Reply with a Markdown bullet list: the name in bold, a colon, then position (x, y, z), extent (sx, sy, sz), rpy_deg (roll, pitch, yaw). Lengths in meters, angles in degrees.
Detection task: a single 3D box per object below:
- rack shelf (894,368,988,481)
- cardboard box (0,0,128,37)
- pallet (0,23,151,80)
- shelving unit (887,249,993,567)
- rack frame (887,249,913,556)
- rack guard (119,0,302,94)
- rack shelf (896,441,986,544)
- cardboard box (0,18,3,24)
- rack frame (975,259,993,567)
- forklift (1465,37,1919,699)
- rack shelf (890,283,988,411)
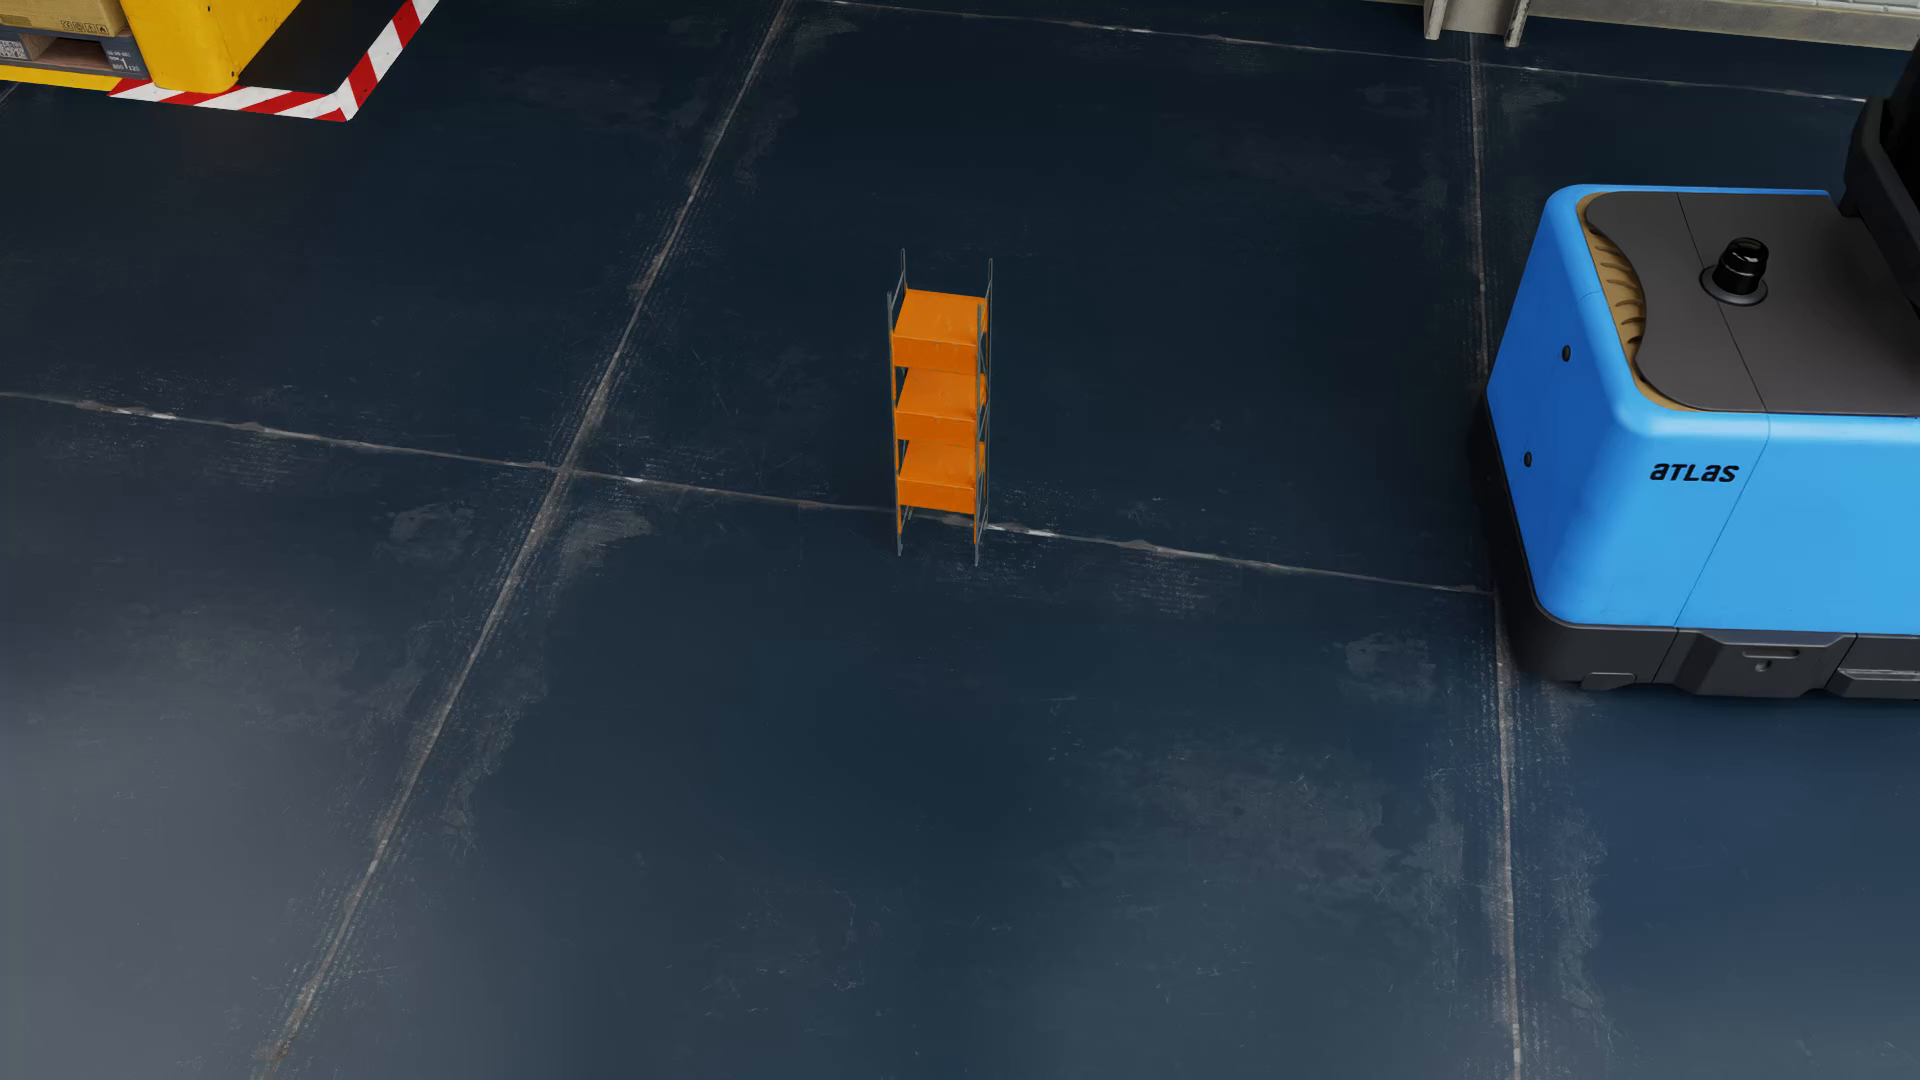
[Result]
- **rack shelf**: position (-0.053, -0.351, 4.874), extent (0.240, 0.259, 0.215), rpy_deg (8, 49, 7)
- **cardboard box**: position (-3.664, -2.356, 6.916), extent (0.500, 0.250, 0.500), rpy_deg (8, 49, 7)
- **pallet**: position (-3.905, -2.442, 7.302), extent (1.213, 0.211, 1.003), rpy_deg (8, 49, 7)
- **shelving unit**: position (-0.053, -0.358, 4.866), extent (0.252, 1.050, 0.215), rpy_deg (8, 49, 7)
- **rack frame**: position (-0.173, -0.374, 4.880), extent (0.008, 1.050, 0.200), rpy_deg (8, 49, 7)
- **rack guard**: position (-3.122, -2.465, 7.129), extent (0.348, 0.500, 1.175), rpy_deg (8, 49, 7)
- **rack shelf**: position (-0.053, -0.165, 5.080), extent (0.240, 0.259, 0.215), rpy_deg (8, 49, 7)
- **cardboard box**: position (-4.152, -2.428, 6.982), extent (0.500, 0.250, 0.500), rpy_deg (8, 49, 7)
- **rack frame**: position (0.067, -0.342, 4.851), extent (0.008, 1.050, 0.200), rpy_deg (8, 49, 7)
- **forklift**: position (3.144, -0.876, 4.066), extent (3.031, 2.935, 1.130), rpy_deg (2, 48, 2)
- **rack shelf**: position (-0.053, -0.541, 4.663), extent (0.240, 0.259, 0.215), rpy_deg (8, 49, 7)
